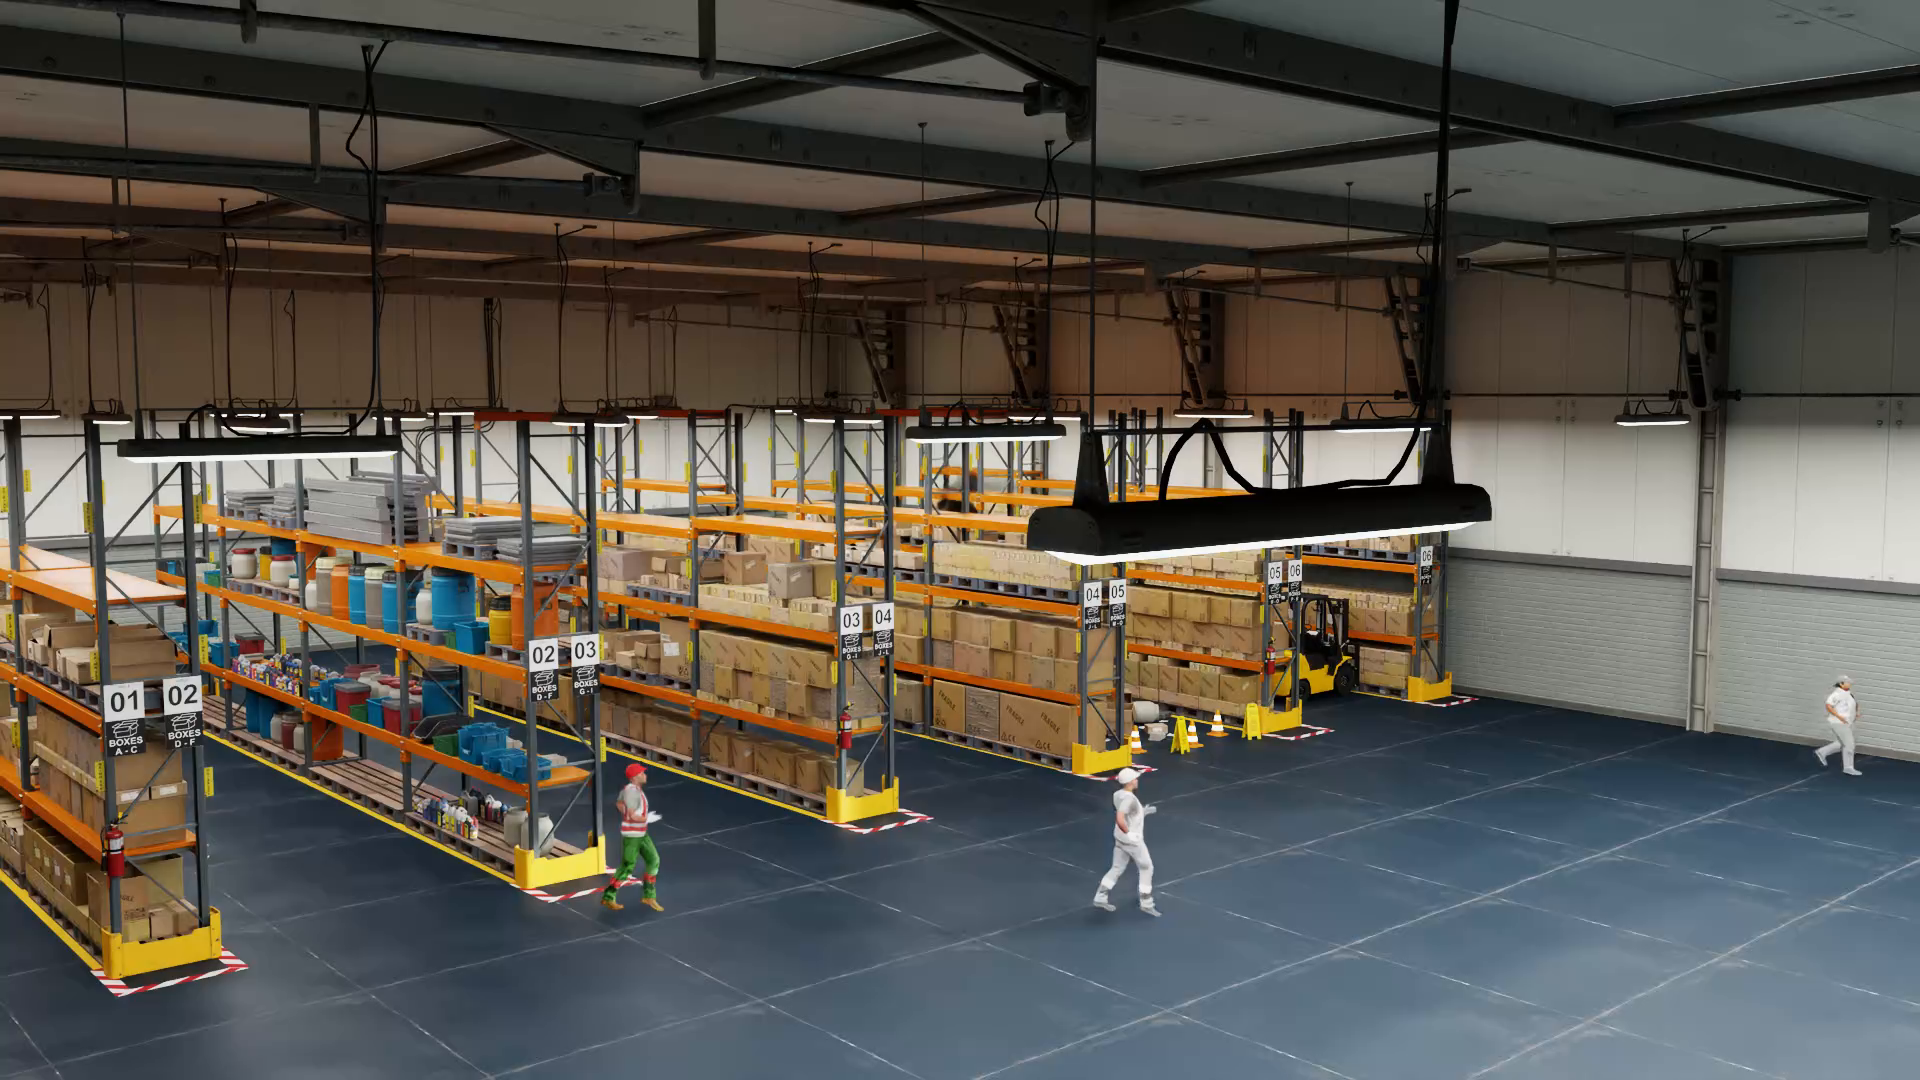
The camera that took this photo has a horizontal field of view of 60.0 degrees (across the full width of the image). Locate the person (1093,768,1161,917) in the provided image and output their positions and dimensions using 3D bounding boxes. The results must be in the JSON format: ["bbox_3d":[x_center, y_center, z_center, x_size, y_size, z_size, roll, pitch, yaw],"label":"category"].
[{"bbox_3d":[2.025,3.663,20.068,0.836,1.838,0.652,-2,5,-20],"label":"person"}]

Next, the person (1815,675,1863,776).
[{"bbox_3d":[14.694,3.070,27.766,0.743,1.652,0.615,4,7,40],"label":"person"}]

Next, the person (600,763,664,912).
[{"bbox_3d":[-4.021,3.647,20.420,0.759,1.813,0.680,0,5,-4],"label":"person"}]
